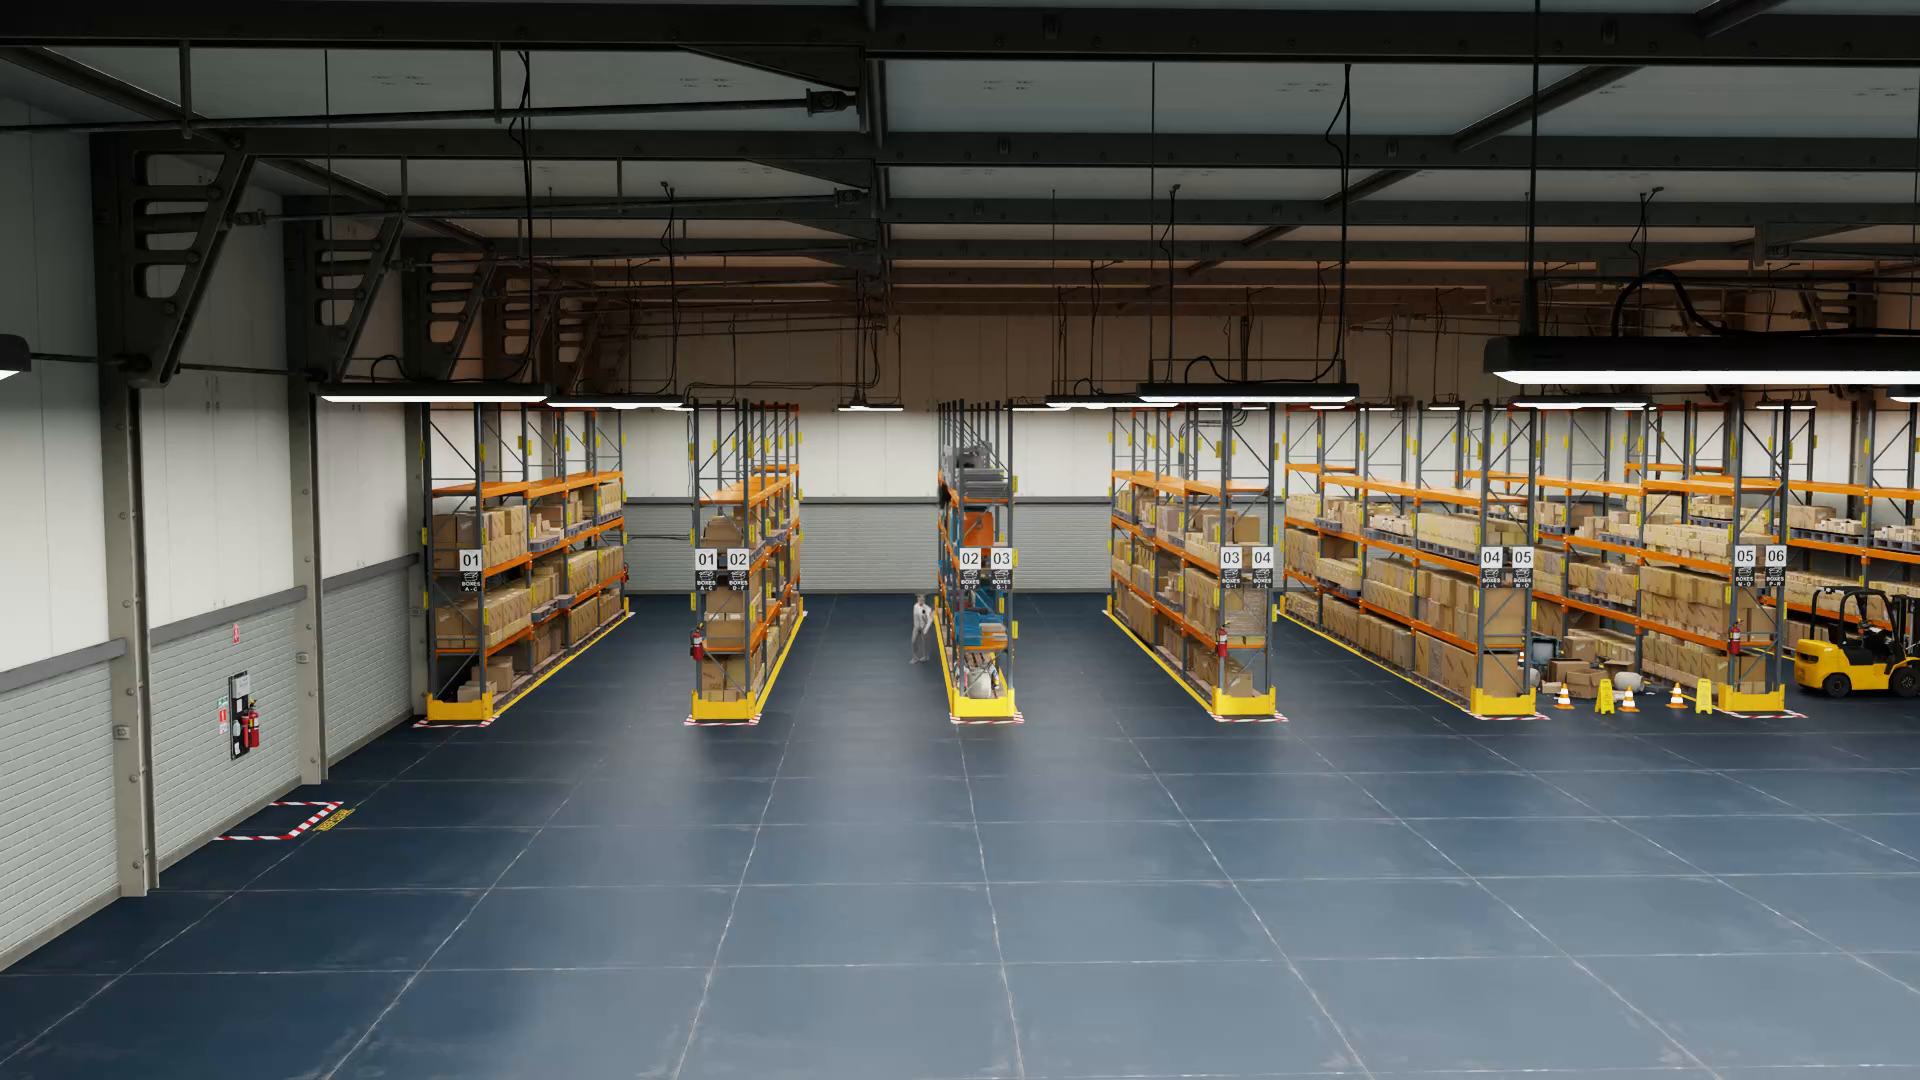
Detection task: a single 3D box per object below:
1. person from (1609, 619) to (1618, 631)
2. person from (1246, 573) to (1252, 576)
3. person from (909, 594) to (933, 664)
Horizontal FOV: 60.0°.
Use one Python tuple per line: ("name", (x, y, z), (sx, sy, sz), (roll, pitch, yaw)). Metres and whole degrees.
("person", (16.876, 1.540, 43.470), (0.690, 1.774, 0.988), (-1, 4, -10))
("person", (8.127, 1.305, 46.827), (0.645, 1.748, 0.698), (0, 4, 2))
("person", (-0.849, 2.038, 38.211), (0.564, 1.635, 0.758), (2, 5, 20))
